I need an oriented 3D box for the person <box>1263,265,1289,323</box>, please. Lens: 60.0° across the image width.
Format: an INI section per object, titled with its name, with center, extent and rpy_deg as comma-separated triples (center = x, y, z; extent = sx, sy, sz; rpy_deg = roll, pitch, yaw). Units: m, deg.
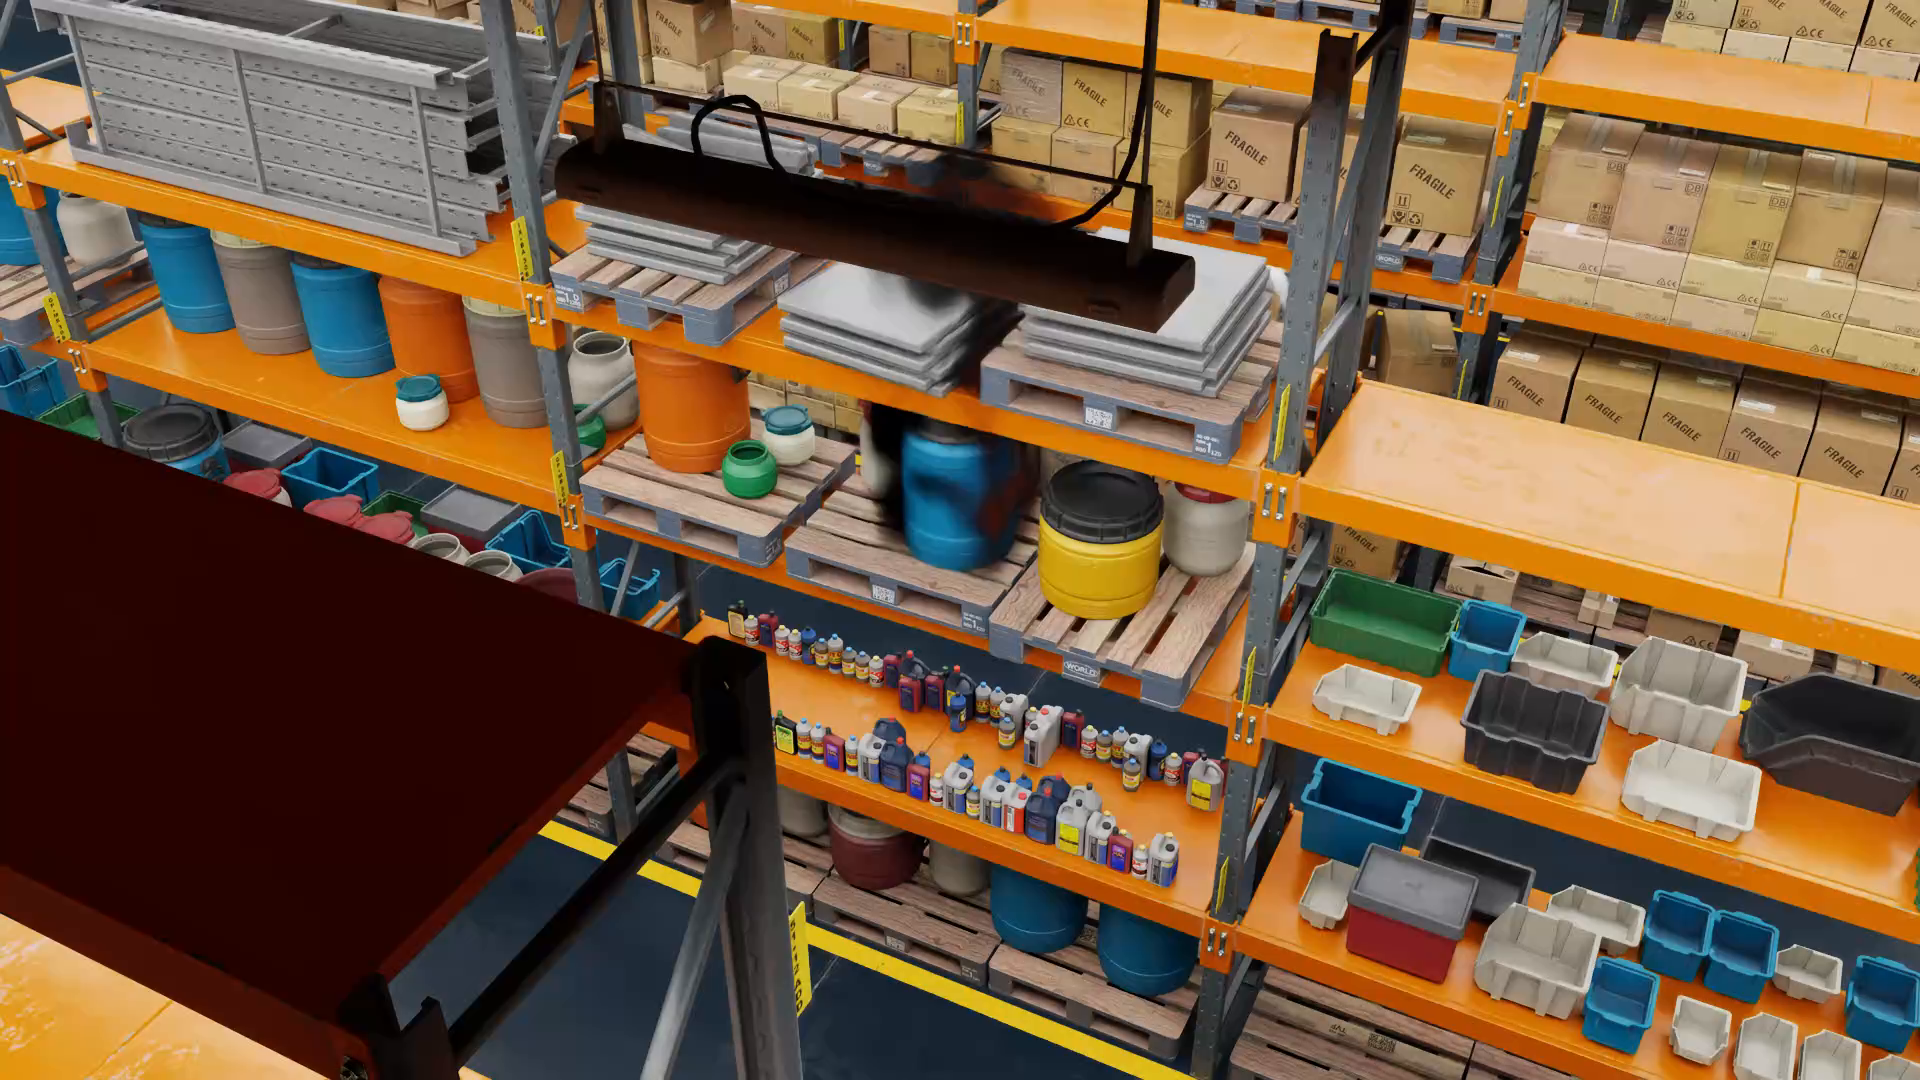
[person]
center = 3.023, -2.052, 15.434
extent = 0.958, 1.588, 0.729
rpy_deg = 3, 35, 4
